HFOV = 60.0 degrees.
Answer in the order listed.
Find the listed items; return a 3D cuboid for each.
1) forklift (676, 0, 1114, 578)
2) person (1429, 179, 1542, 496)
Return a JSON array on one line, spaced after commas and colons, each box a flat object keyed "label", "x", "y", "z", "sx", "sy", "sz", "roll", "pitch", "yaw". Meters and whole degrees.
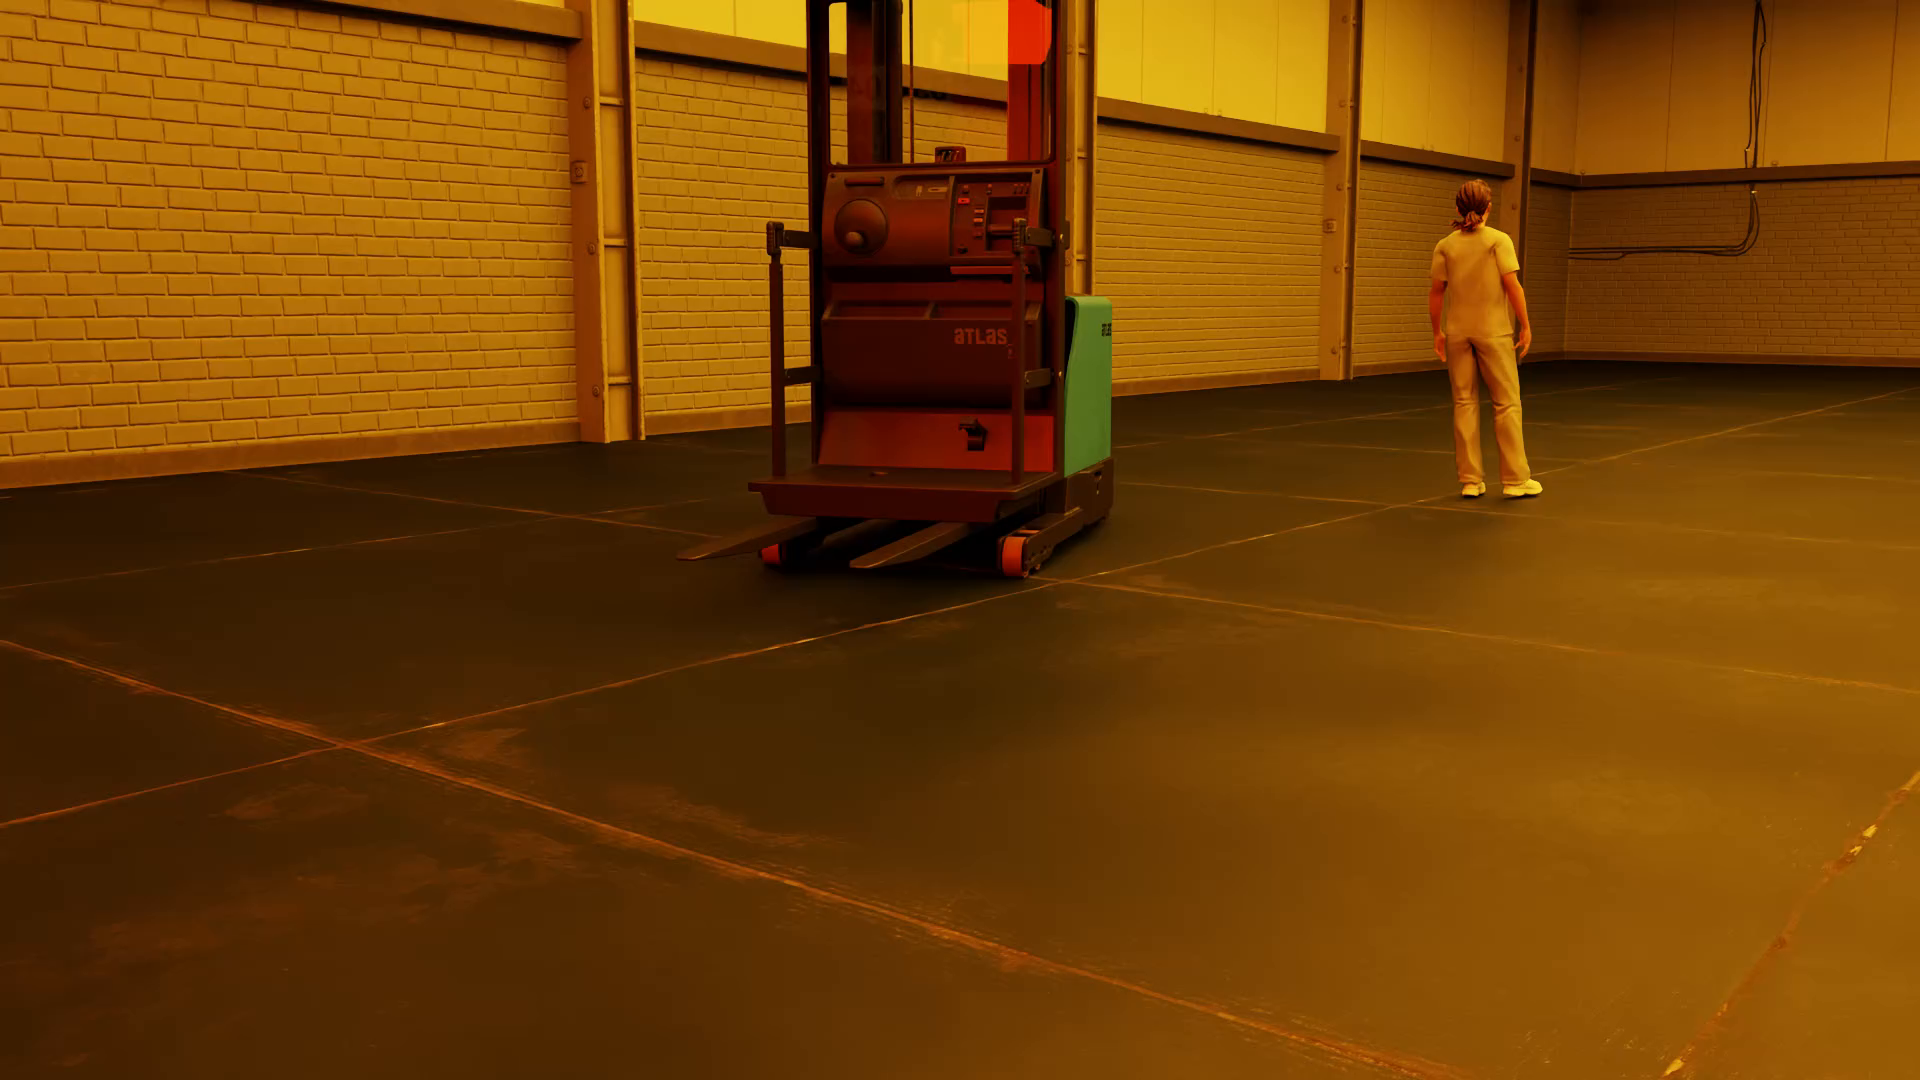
[{"label": "forklift", "x": -0.176, "y": -1.366, "z": 6.616, "sx": 1.130, "sy": 2.935, "sz": 3.031, "roll": 3, "pitch": 9, "yaw": 17}, {"label": "person", "x": 2.811, "y": -1.076, "z": 8.920, "sx": 0.550, "sy": 1.675, "sz": 0.549, "roll": 6, "pitch": 11, "yaw": 37}]
